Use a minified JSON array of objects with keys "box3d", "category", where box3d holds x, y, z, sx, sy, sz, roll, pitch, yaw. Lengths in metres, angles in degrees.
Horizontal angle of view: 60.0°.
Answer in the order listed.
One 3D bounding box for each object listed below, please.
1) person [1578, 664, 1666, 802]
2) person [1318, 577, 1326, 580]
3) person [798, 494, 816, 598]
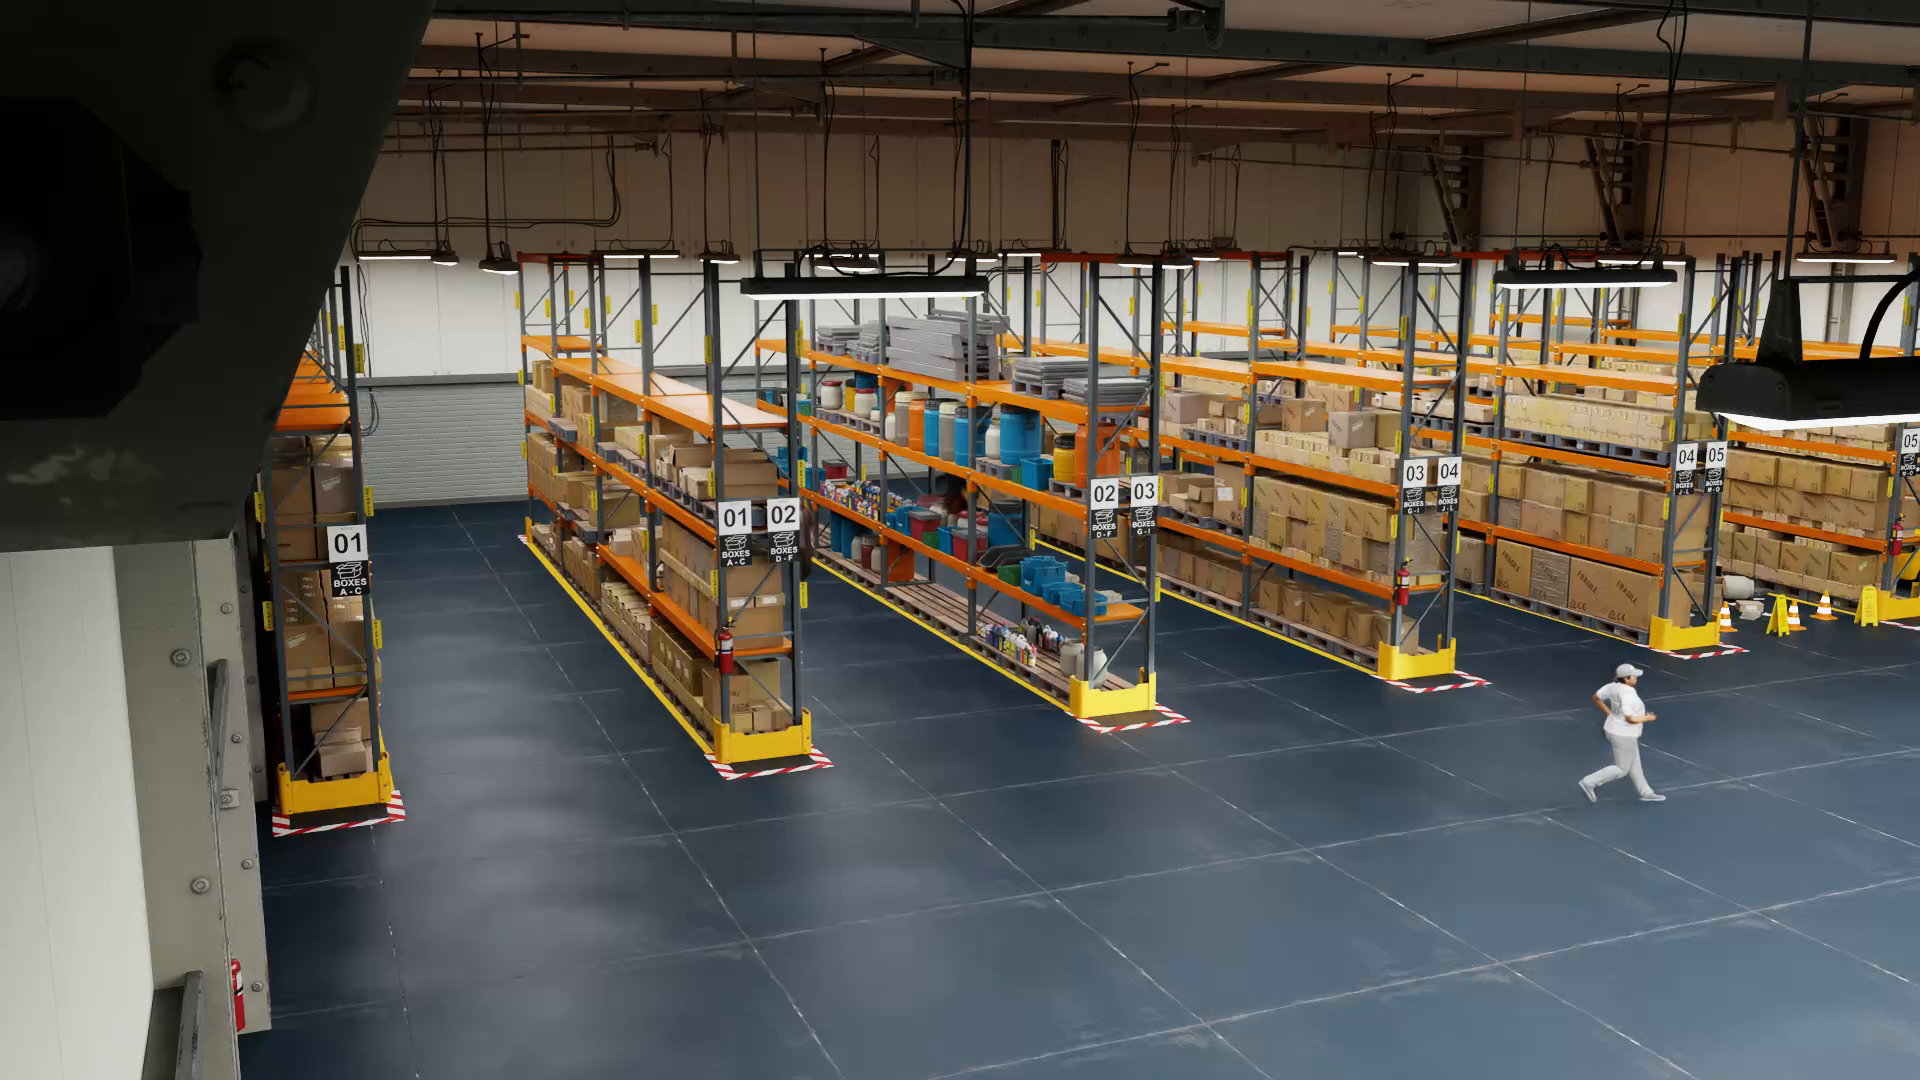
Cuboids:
[{"box3d":[7.414,2.158,18.517,1.044,1.608,0.619,0,10,2],"category":"person"},{"box3d":[6.792,-0.086,30.929,0.574,1.649,0.561,-7,12,-33],"category":"person"},{"box3d":[-2.741,0.090,28.116,0.715,1.752,0.742,-5,12,-26],"category":"person"}]
